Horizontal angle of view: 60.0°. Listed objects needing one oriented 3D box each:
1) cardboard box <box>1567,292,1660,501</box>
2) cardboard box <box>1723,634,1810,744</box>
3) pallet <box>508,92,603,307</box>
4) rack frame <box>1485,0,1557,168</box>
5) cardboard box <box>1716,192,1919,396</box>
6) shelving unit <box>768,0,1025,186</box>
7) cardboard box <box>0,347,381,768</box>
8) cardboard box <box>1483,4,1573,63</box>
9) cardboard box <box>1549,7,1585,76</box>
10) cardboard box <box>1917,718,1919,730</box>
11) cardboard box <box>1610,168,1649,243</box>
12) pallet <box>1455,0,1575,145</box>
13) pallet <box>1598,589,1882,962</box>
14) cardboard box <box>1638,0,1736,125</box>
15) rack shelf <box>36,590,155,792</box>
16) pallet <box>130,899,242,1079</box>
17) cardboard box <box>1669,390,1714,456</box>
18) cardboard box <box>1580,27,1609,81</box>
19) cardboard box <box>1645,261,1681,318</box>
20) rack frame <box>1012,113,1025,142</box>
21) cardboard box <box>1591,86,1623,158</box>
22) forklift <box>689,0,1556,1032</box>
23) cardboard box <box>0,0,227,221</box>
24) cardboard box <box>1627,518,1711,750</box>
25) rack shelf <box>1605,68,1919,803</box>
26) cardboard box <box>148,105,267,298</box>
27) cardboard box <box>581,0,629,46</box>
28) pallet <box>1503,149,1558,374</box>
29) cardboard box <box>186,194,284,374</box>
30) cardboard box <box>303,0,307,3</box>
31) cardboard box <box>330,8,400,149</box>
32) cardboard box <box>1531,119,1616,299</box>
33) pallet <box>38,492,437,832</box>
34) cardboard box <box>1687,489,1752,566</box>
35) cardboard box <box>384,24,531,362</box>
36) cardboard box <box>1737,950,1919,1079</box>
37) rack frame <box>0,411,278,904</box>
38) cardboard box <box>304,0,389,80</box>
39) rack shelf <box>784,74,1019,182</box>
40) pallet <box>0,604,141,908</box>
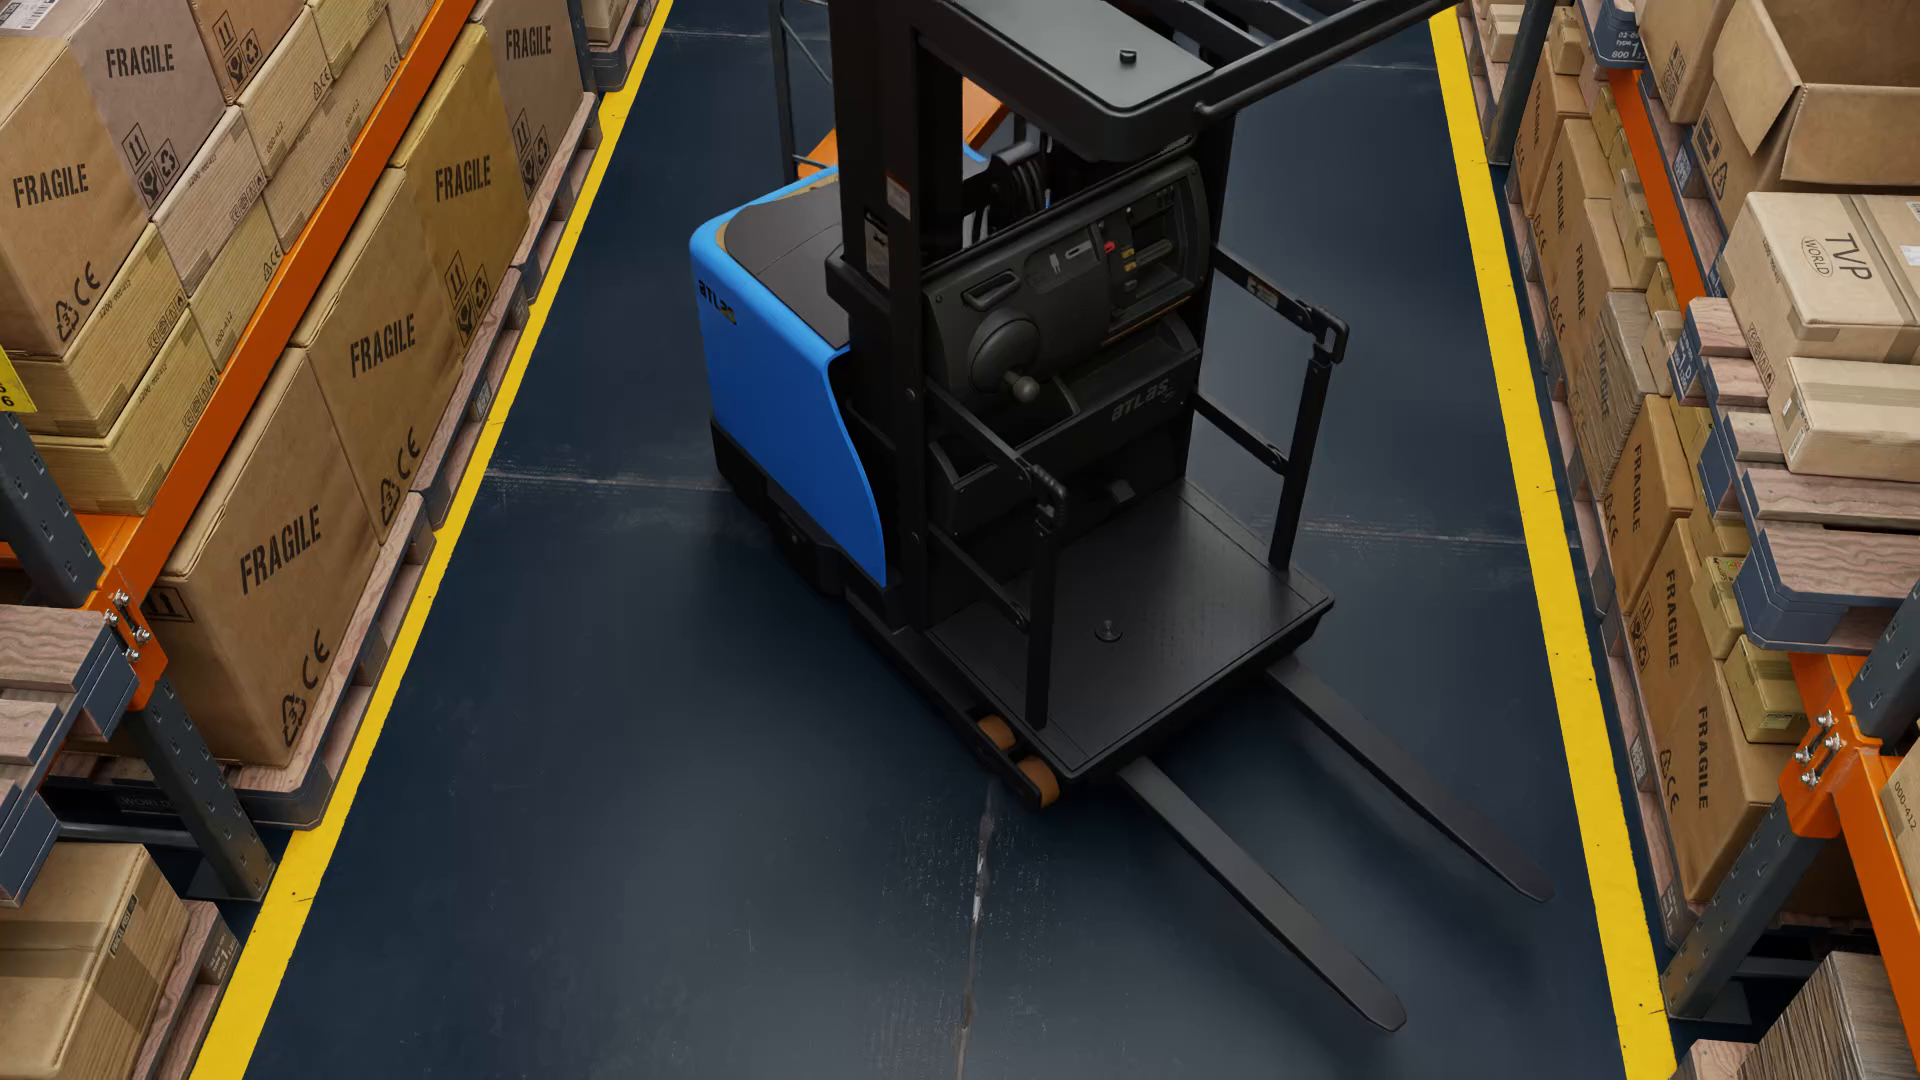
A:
[{"bbox_3d":[2.393,-0.470,5.557,0.500,0.500,0.500,2,48,2],"label":"cardboard box"},{"bbox_3d":[2.232,0.391,4.330,0.380,0.149,0.250,2,48,2],"label":"cardboard box"},{"bbox_3d":[-2.135,-1.469,6.951,1.003,0.211,1.213,4,48,4],"label":"pallet"},{"bbox_3d":[2.804,-2.651,6.142,1.000,3.000,0.127,4,48,4],"label":"rack frame"},{"bbox_3d":[2.213,-0.600,4.083,0.500,0.250,0.500,2,48,2],"label":"cardboard box"},{"bbox_3d":[-0.184,-1.652,6.244,0.587,1.500,1.083,20,51,17],"label":"shelving unit"},{"bbox_3d":[-2.359,0.030,4.845,0.875,0.875,0.875,3,48,3],"label":"cardboard box"},{"bbox_3d":[2.562,-2.260,7.432,0.380,0.149,0.250,3,48,2],"label":"cardboard box"},{"bbox_3d":[2.506,-1.923,6.446,0.380,0.149,0.250,6,48,5],"label":"cardboard box"},{"bbox_3d":[2.130,0.478,3.043,0.500,0.250,0.500,4,48,3],"label":"cardboard box"},{"bbox_3d":[2.474,-1.141,5.731,0.380,0.149,0.250,4,48,3],"label":"cardboard box"},{"bbox_3d":[2.867,-2.215,7.633,1.003,0.211,1.213,4,48,4],"label":"pallet"},{"bbox_3d":[2.545,0.683,4.982,1.003,0.211,1.213,4,48,4],"label":"pallet"},{"bbox_3d":[2.418,-1.529,4.764,0.700,0.500,0.500,4,48,3],"label":"cardboard box"},{"bbox_3d":[-2.687,1.669,2.678,1.077,0.370,4.000,4,48,4],"label":"rack shelf"},{"bbox_3d":[-2.577,1.472,4.261,1.003,0.211,1.213,4,48,4],"label":"pallet"},{"bbox_3d":[2.385,-0.377,5.031,0.380,0.149,0.250,3,48,3],"label":"cardboard box"},{"bbox_3d":[2.530,-1.829,6.158,0.380,0.149,0.250,2,48,2],"label":"cardboard box"},{"bbox_3d":[2.454,-0.759,5.381,0.380,0.149,0.250,4,48,4],"label":"cardboard box"},{"bbox_3d":[0.033,-1.983,6.548,0.500,1.500,0.032,20,51,17],"label":"rack frame"},{"bbox_3d":[2.546,-1.525,6.082,0.380,0.149,0.250,2,48,2],"label":"cardboard box"},{"bbox_3d":[0.440,-0.599,4.312,1.130,2.935,3.031,-30,54,-25],"label":"forklift"},{"bbox_3d":[-2.180,-1.126,4.001,0.500,0.500,0.500,4,48,4],"label":"cardboard box"},{"bbox_3d":[2.320,0.298,4.855,0.500,0.500,0.500,3,48,3],"label":"cardboard box"},{"bbox_3d":[2.621,-0.939,5.064,1.077,0.370,4.000,4,48,4],"label":"rack shelf"},{"bbox_3d":[-2.164,-0.897,4.300,0.500,0.250,0.500,5,48,4],"label":"cardboard box"},{"bbox_3d":[-1.976,-2.714,7.651,0.875,0.438,0.875,3,48,3],"label":"cardboard box"},{"bbox_3d":[2.767,-1.110,6.622,1.003,0.211,1.213,4,48,4],"label":"pallet"},{"bbox_3d":[-2.180,-0.714,4.472,0.500,0.250,0.500,3,48,2],"label":"cardboard box"},{"bbox_3d":[-2.068,-1.875,4.687,0.500,0.500,0.500,5,48,4],"label":"cardboard box"},{"bbox_3d":[-2.085,-1.462,5.156,0.500,0.250,0.500,4,48,4],"label":"cardboard box"},{"bbox_3d":[2.497,-1.217,6.240,0.500,0.500,0.500,3,48,3],"label":"cardboard box"},{"bbox_3d":[-2.357,0.324,5.311,1.003,0.211,1.213,4,48,4],"label":"pallet"},{"bbox_3d":[2.294,-0.002,4.689,0.380,0.149,0.250,2,48,2],"label":"cardboard box"},{"bbox_3d":[-2.191,-1.282,6.045,0.875,0.875,0.875,5,48,5],"label":"cardboard box"},{"bbox_3d":[2.369,1.405,3.757,0.875,0.625,0.625,5,48,5],"label":"cardboard box"},{"bbox_3d":[-2.504,-0.043,3.757,1.000,3.000,0.127,4,48,4],"label":"rack frame"},{"bbox_3d":[-2.047,-1.634,4.975,0.500,0.250,0.500,5,48,4],"label":"cardboard box"},{"bbox_3d":[-0.188,-1.524,6.372,0.538,0.185,1.000,20,51,17],"label":"rack shelf"},{"bbox_3d":[-2.463,0.552,3.342,1.213,0.211,1.003,4,48,4],"label":"pallet"}]
